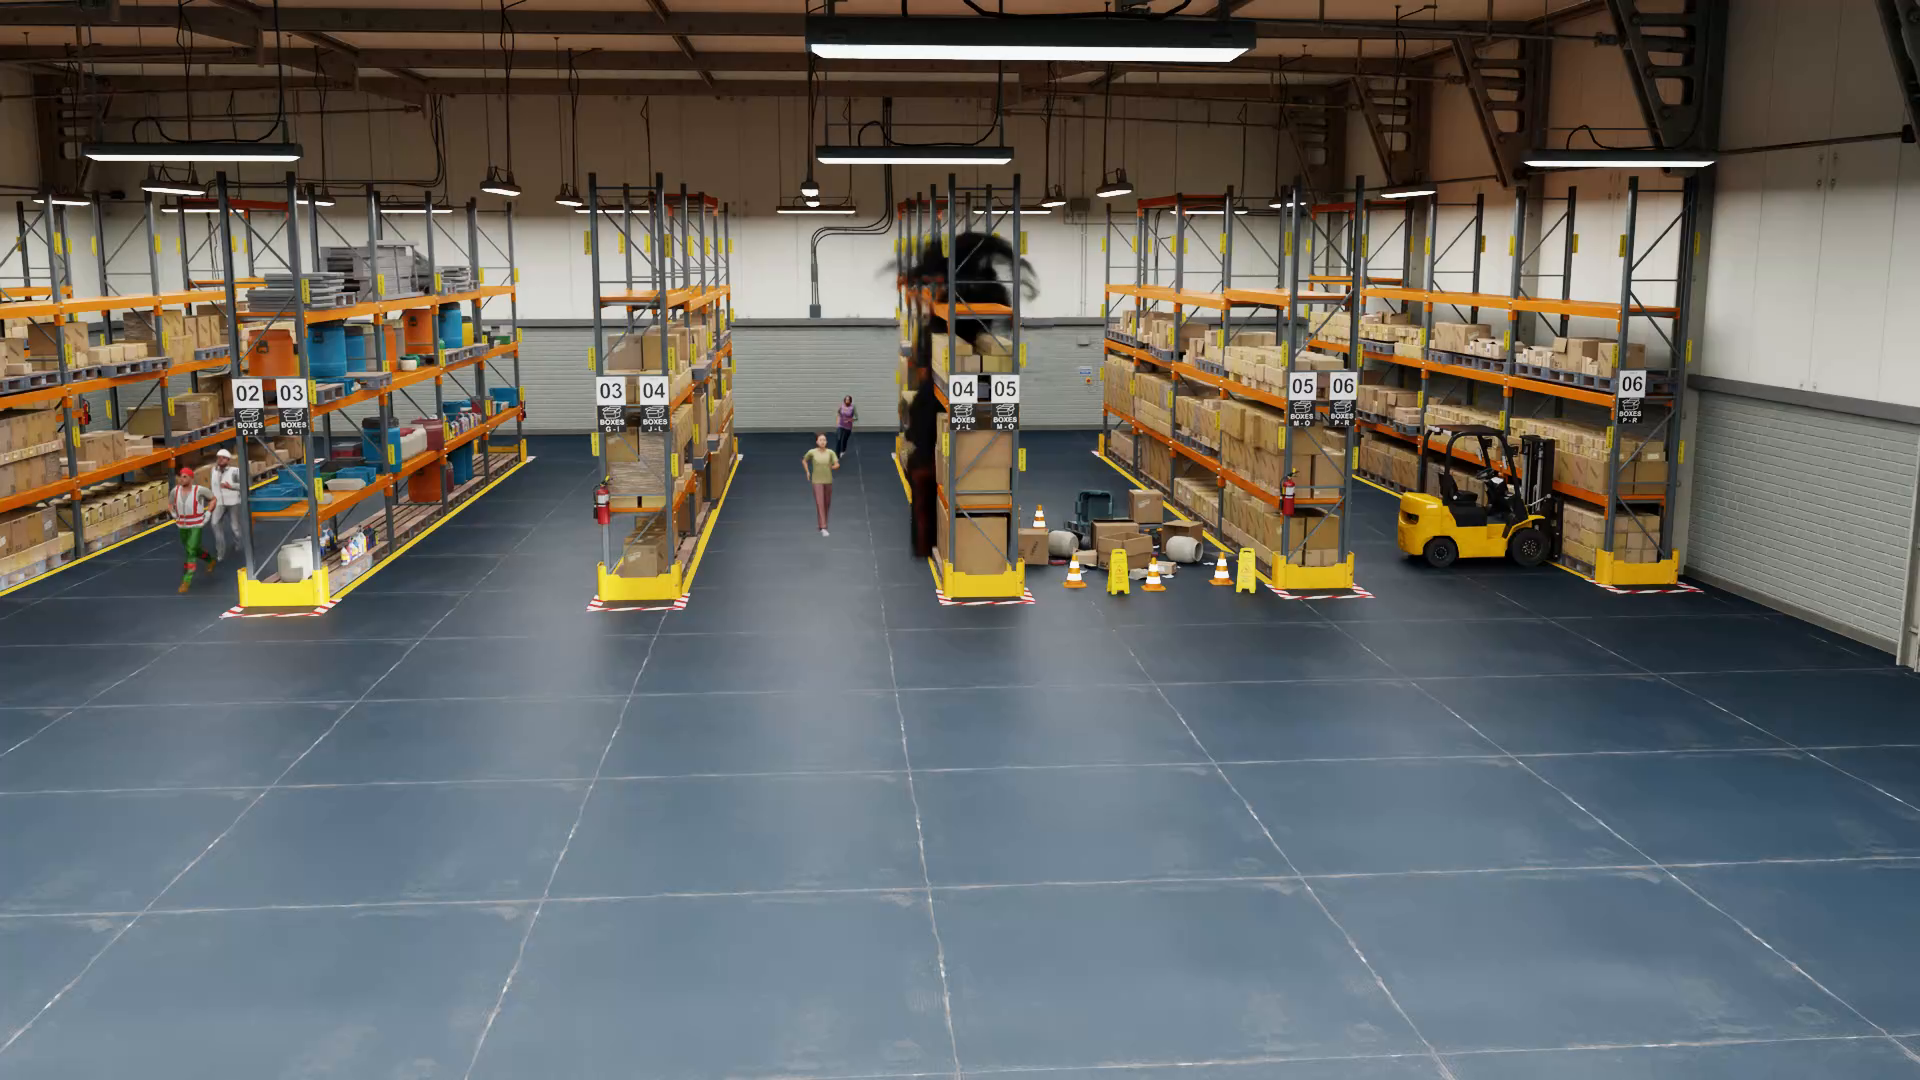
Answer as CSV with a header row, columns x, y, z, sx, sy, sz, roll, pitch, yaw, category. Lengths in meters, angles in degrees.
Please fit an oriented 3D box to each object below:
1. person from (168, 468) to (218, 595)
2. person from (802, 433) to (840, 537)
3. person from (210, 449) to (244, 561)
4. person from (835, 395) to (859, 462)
x,y,z,sx,sy,sz,roll,pitch,yaw,category
-11.398,-0.185,24.642,0.622,1.797,1.152,2,10,10,person
-2.259,-0.914,27.361,0.577,1.695,0.903,-3,11,-18,person
-11.859,-0.575,26.988,0.635,1.818,0.795,-1,10,-6,person
-2.661,-2.621,39.101,0.584,1.564,0.825,1,10,4,person
